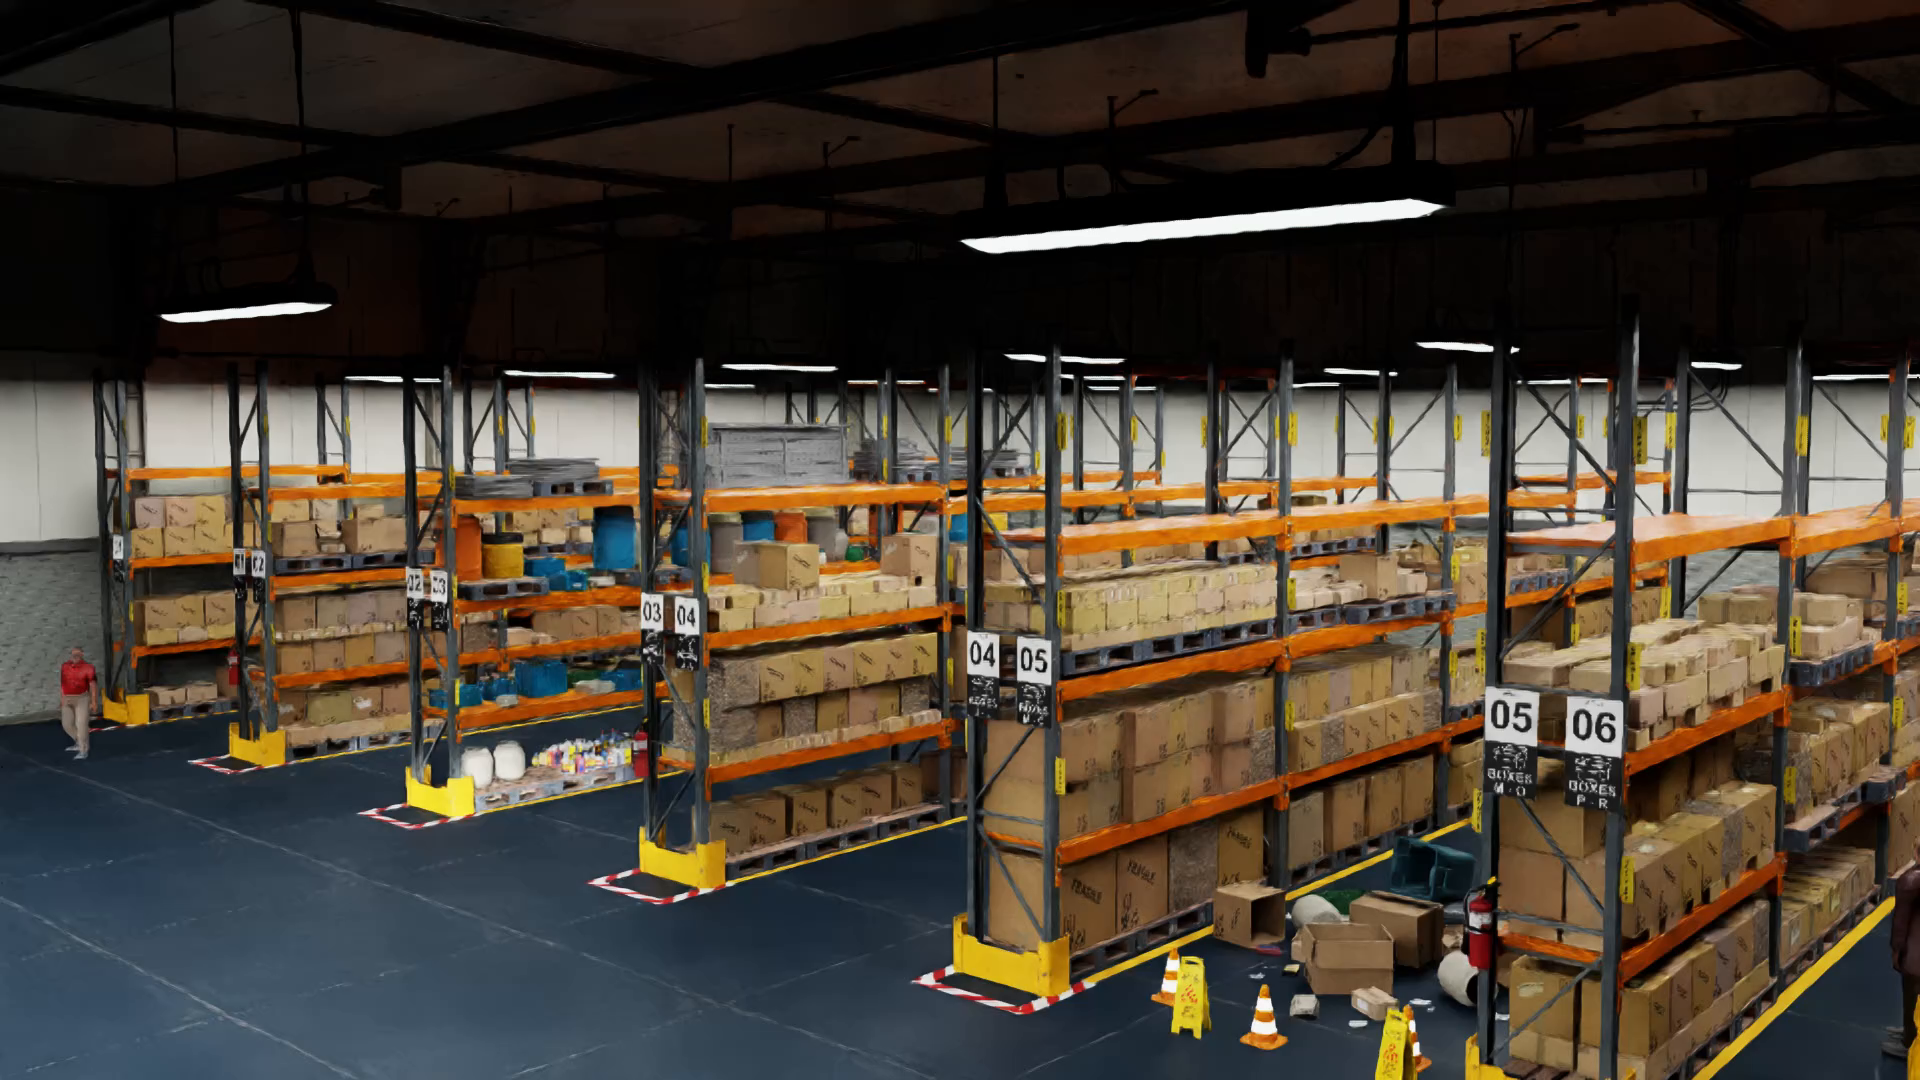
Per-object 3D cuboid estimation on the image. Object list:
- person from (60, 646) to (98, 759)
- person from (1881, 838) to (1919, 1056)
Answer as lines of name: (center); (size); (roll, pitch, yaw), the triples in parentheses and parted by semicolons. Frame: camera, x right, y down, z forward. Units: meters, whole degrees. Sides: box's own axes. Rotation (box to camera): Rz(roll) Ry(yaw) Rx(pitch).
person: (-13.419, 2.446, 25.369); (0.597, 1.713, 0.570); (0, 4, 5)
person: (7.754, 3.277, 13.498); (0.636, 1.764, 0.551); (-1, 4, -18)
